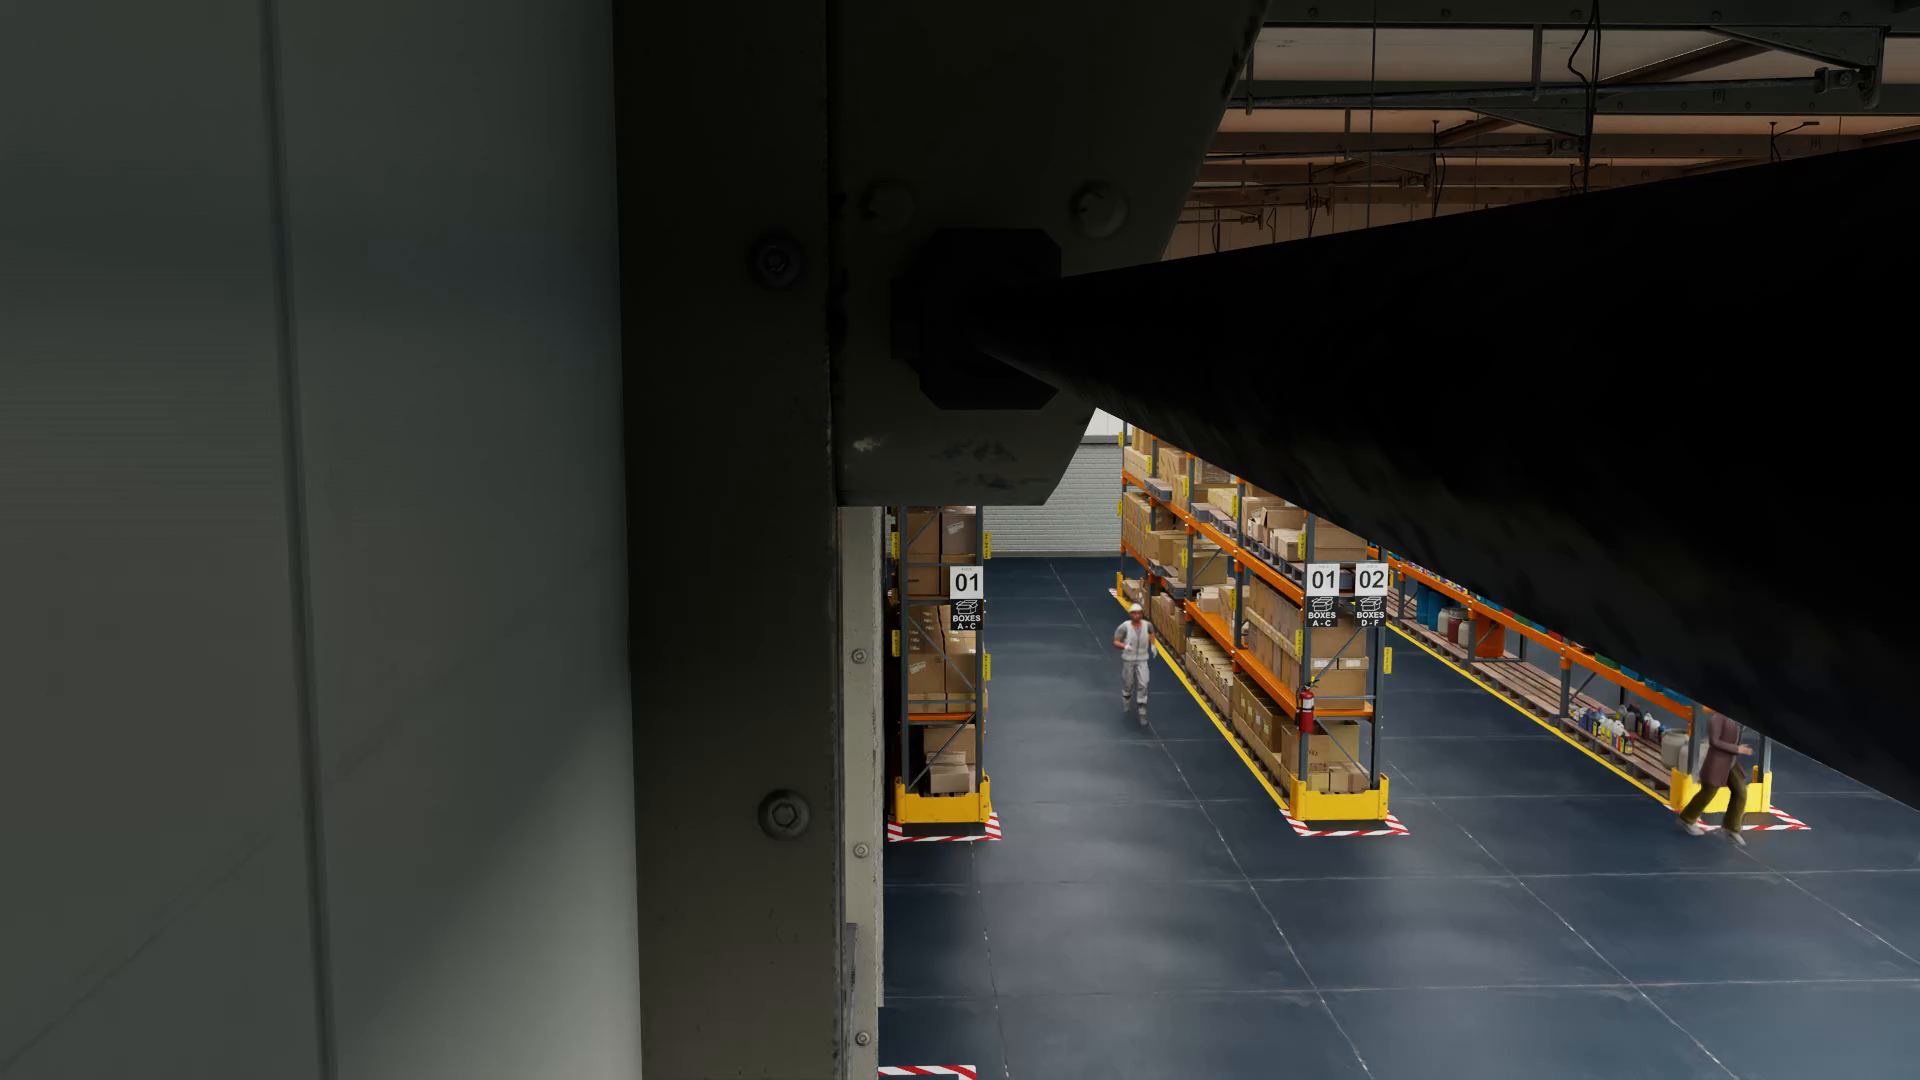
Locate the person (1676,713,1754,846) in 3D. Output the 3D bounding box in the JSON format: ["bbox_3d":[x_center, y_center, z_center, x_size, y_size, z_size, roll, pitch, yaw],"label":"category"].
[{"bbox_3d":[9.046,2.694,19.788,0.744,1.853,0.818,-7,10,-40],"label":"person"}]

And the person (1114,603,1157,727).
[{"bbox_3d":[2.680,1.855,25.411,0.679,1.807,0.945,-1,8,-5],"label":"person"}]
